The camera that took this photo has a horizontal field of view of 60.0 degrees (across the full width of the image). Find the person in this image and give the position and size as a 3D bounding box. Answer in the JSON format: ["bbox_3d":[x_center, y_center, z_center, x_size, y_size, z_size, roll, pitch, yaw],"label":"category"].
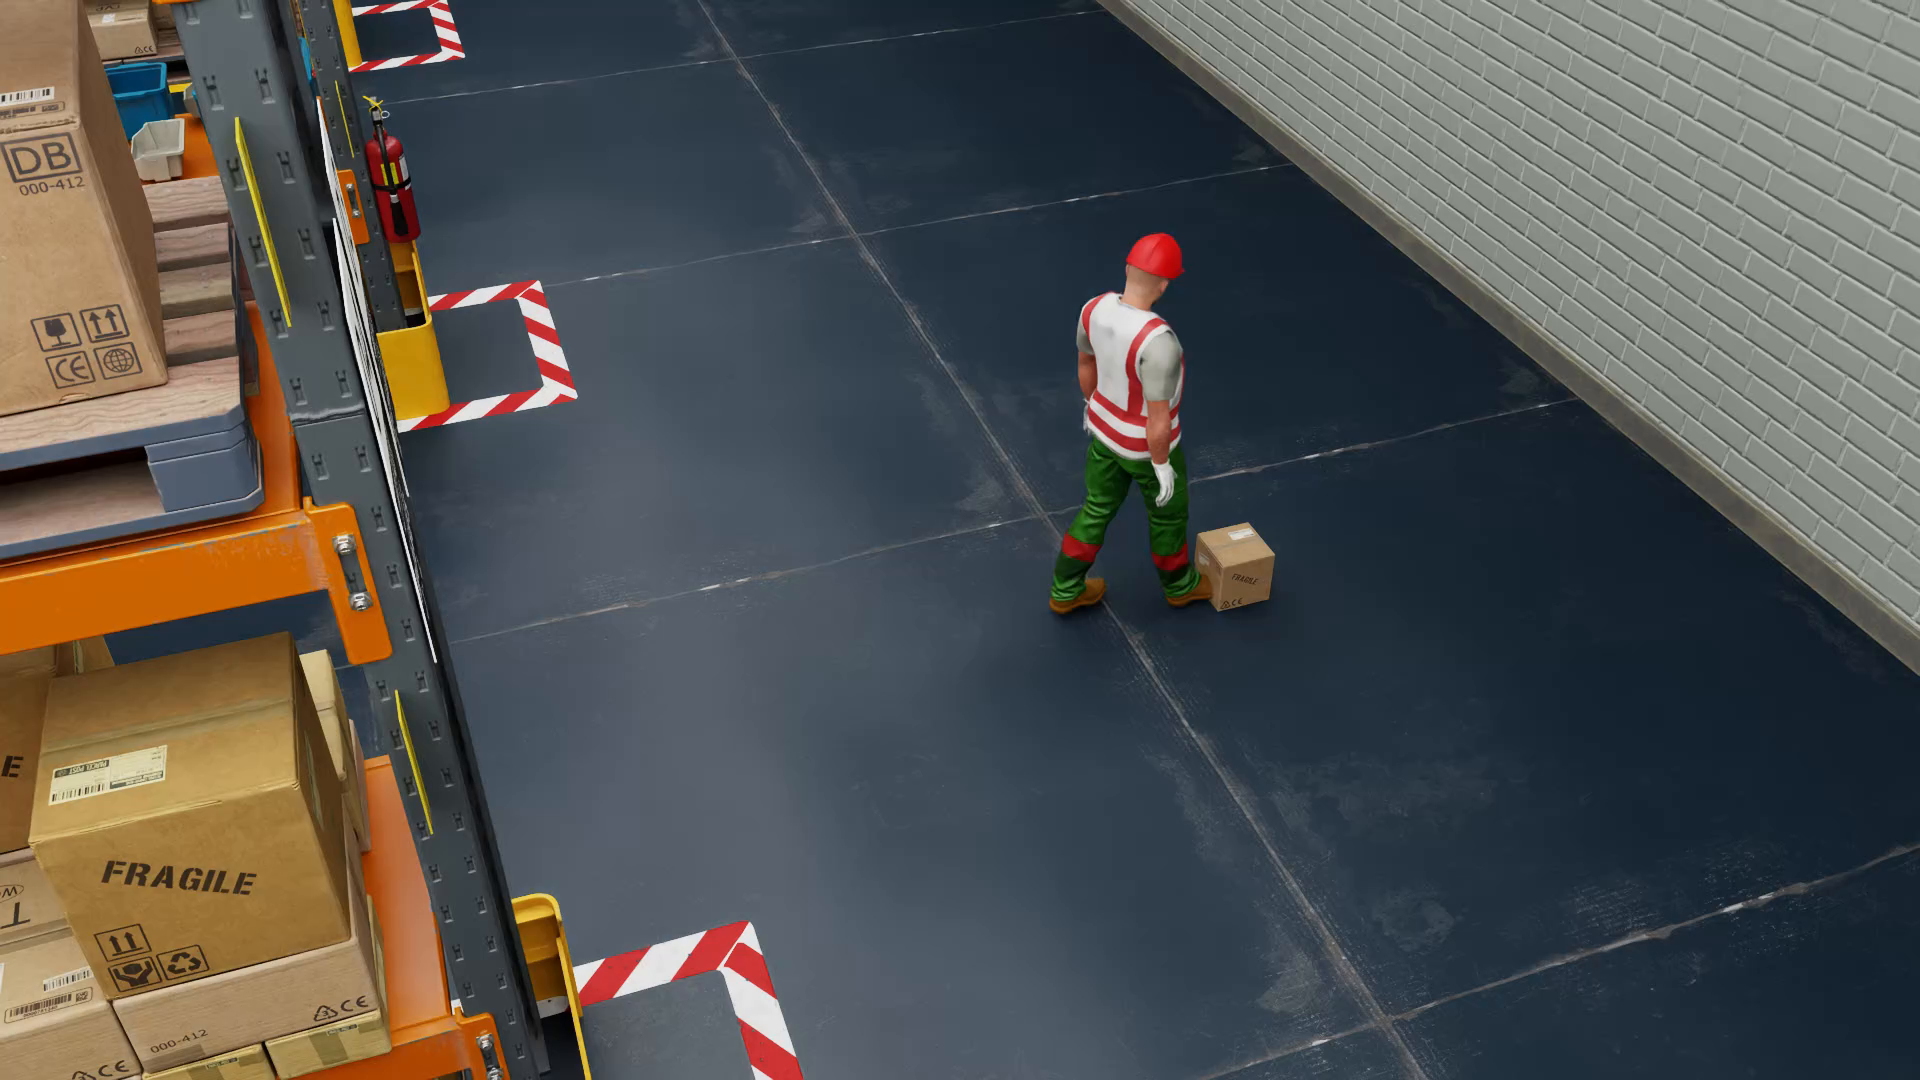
[{"bbox_3d":[0.764,-0.444,6.708,0.768,1.763,0.613,-21,42,-25],"label":"person"}]
